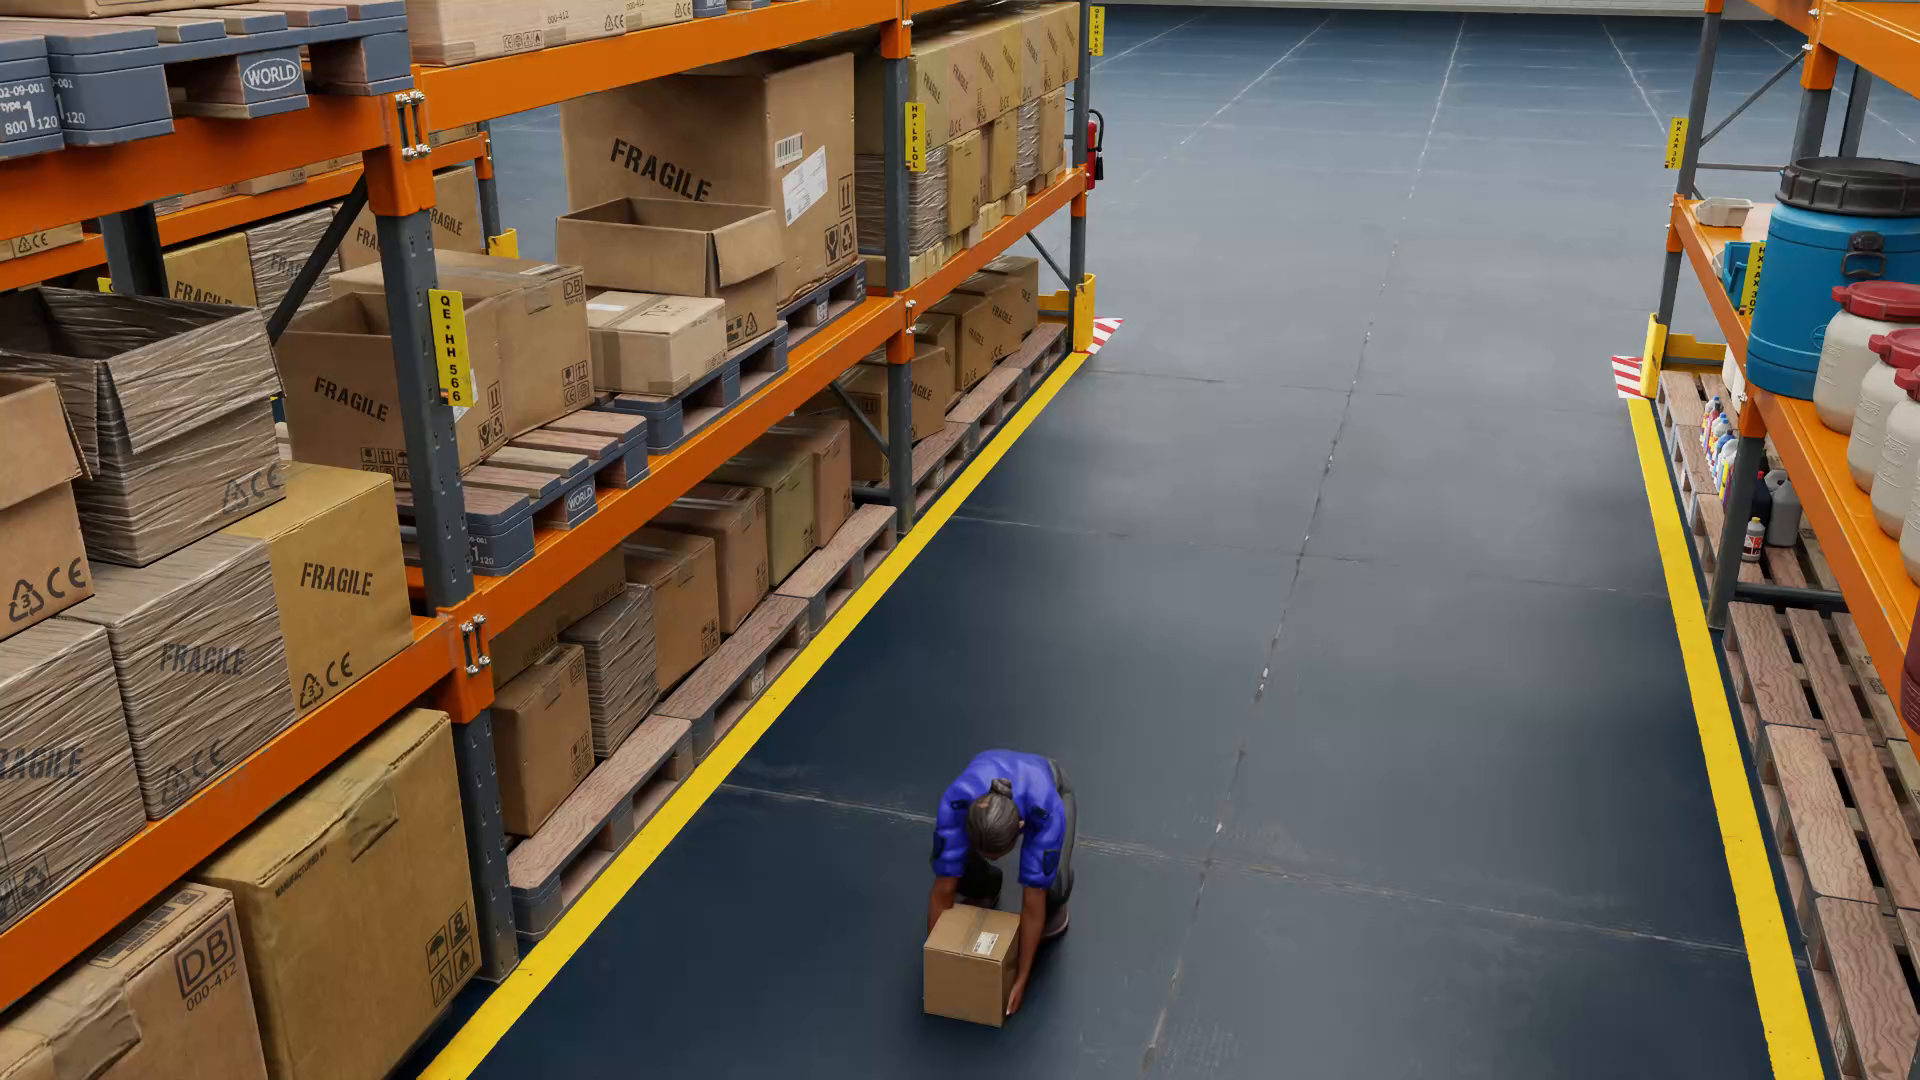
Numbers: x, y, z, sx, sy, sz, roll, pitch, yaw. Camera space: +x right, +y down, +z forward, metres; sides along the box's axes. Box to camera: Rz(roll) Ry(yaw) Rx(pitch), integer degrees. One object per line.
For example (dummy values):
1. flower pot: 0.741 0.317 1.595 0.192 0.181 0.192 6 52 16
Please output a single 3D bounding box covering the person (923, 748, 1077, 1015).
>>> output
1. person: 0.148 1.011 5.407 0.461 0.799 0.841 6 23 15
